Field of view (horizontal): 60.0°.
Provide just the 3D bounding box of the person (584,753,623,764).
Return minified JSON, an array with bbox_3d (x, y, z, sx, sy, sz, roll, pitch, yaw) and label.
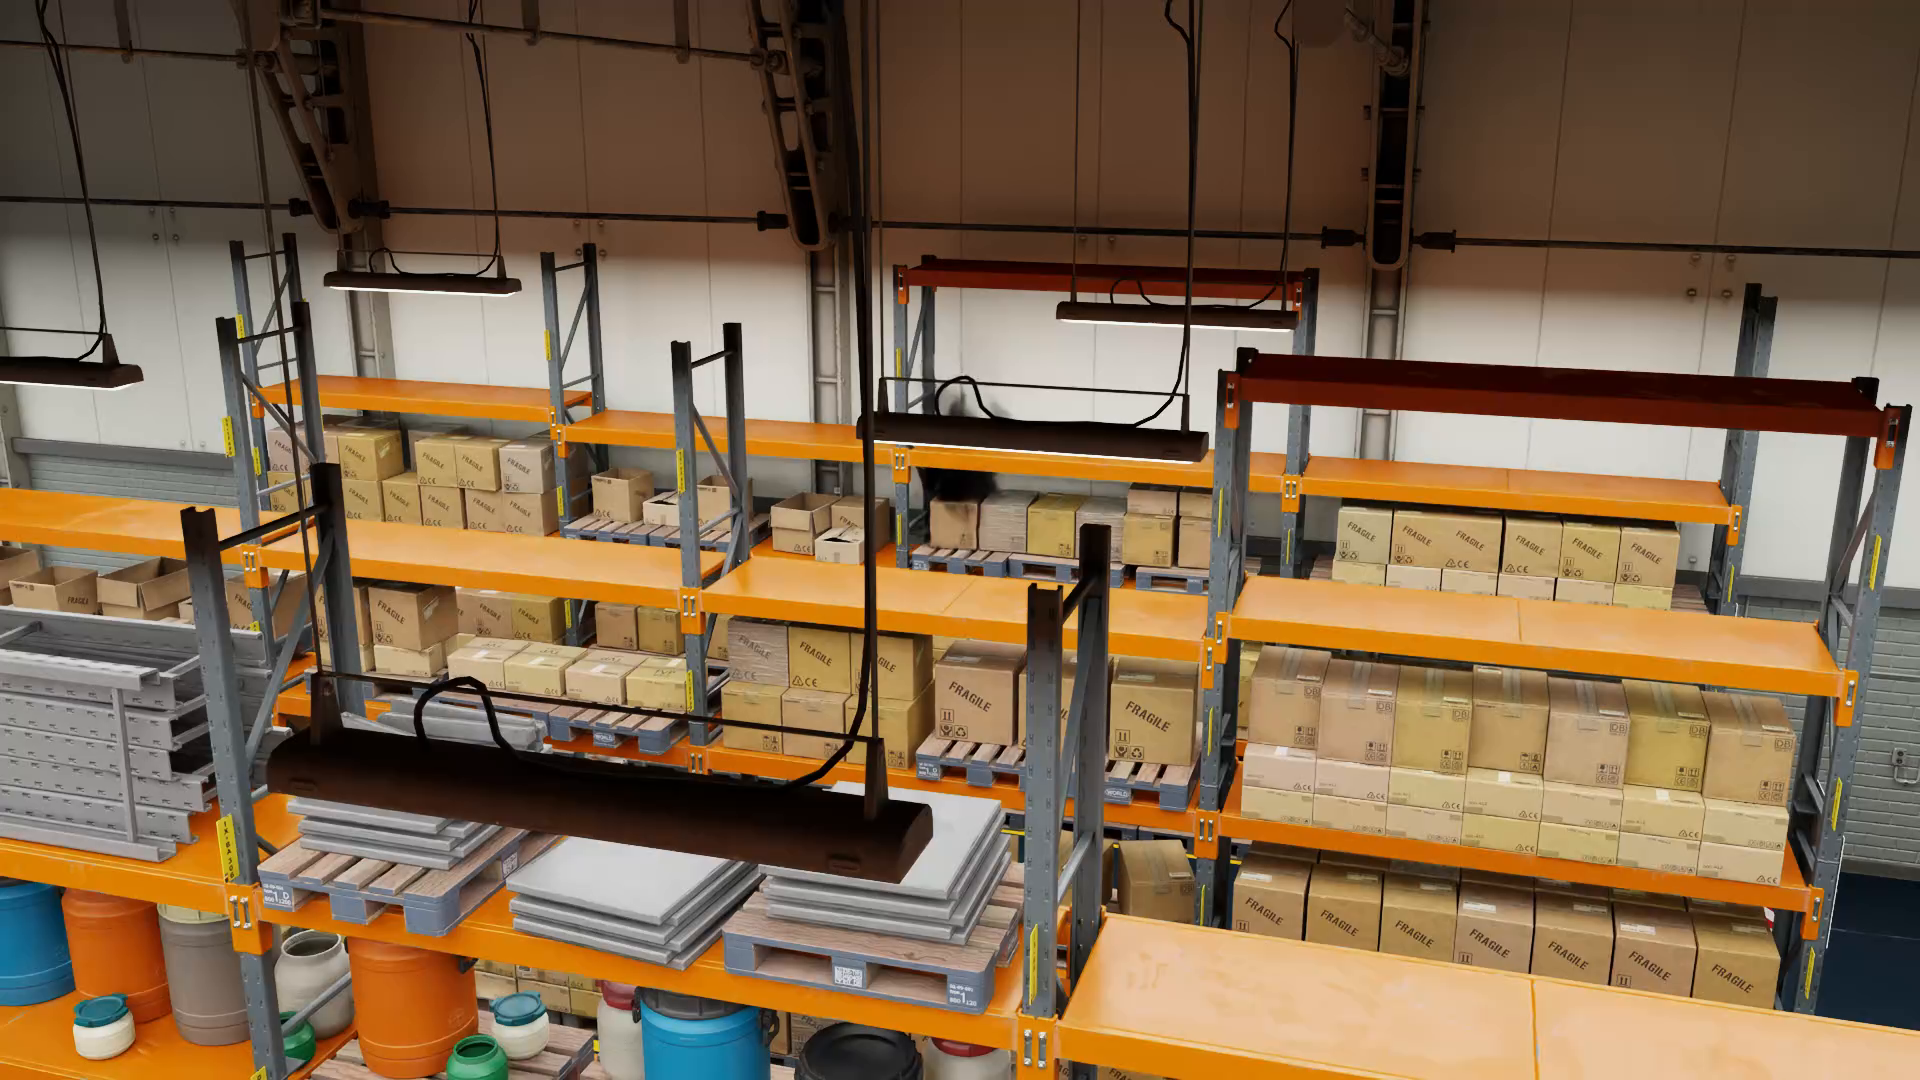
[{"bbox_3d":[-3.563,2.270,16.614,0.801,1.830,0.685,2,16,8],"label":"person"}]
